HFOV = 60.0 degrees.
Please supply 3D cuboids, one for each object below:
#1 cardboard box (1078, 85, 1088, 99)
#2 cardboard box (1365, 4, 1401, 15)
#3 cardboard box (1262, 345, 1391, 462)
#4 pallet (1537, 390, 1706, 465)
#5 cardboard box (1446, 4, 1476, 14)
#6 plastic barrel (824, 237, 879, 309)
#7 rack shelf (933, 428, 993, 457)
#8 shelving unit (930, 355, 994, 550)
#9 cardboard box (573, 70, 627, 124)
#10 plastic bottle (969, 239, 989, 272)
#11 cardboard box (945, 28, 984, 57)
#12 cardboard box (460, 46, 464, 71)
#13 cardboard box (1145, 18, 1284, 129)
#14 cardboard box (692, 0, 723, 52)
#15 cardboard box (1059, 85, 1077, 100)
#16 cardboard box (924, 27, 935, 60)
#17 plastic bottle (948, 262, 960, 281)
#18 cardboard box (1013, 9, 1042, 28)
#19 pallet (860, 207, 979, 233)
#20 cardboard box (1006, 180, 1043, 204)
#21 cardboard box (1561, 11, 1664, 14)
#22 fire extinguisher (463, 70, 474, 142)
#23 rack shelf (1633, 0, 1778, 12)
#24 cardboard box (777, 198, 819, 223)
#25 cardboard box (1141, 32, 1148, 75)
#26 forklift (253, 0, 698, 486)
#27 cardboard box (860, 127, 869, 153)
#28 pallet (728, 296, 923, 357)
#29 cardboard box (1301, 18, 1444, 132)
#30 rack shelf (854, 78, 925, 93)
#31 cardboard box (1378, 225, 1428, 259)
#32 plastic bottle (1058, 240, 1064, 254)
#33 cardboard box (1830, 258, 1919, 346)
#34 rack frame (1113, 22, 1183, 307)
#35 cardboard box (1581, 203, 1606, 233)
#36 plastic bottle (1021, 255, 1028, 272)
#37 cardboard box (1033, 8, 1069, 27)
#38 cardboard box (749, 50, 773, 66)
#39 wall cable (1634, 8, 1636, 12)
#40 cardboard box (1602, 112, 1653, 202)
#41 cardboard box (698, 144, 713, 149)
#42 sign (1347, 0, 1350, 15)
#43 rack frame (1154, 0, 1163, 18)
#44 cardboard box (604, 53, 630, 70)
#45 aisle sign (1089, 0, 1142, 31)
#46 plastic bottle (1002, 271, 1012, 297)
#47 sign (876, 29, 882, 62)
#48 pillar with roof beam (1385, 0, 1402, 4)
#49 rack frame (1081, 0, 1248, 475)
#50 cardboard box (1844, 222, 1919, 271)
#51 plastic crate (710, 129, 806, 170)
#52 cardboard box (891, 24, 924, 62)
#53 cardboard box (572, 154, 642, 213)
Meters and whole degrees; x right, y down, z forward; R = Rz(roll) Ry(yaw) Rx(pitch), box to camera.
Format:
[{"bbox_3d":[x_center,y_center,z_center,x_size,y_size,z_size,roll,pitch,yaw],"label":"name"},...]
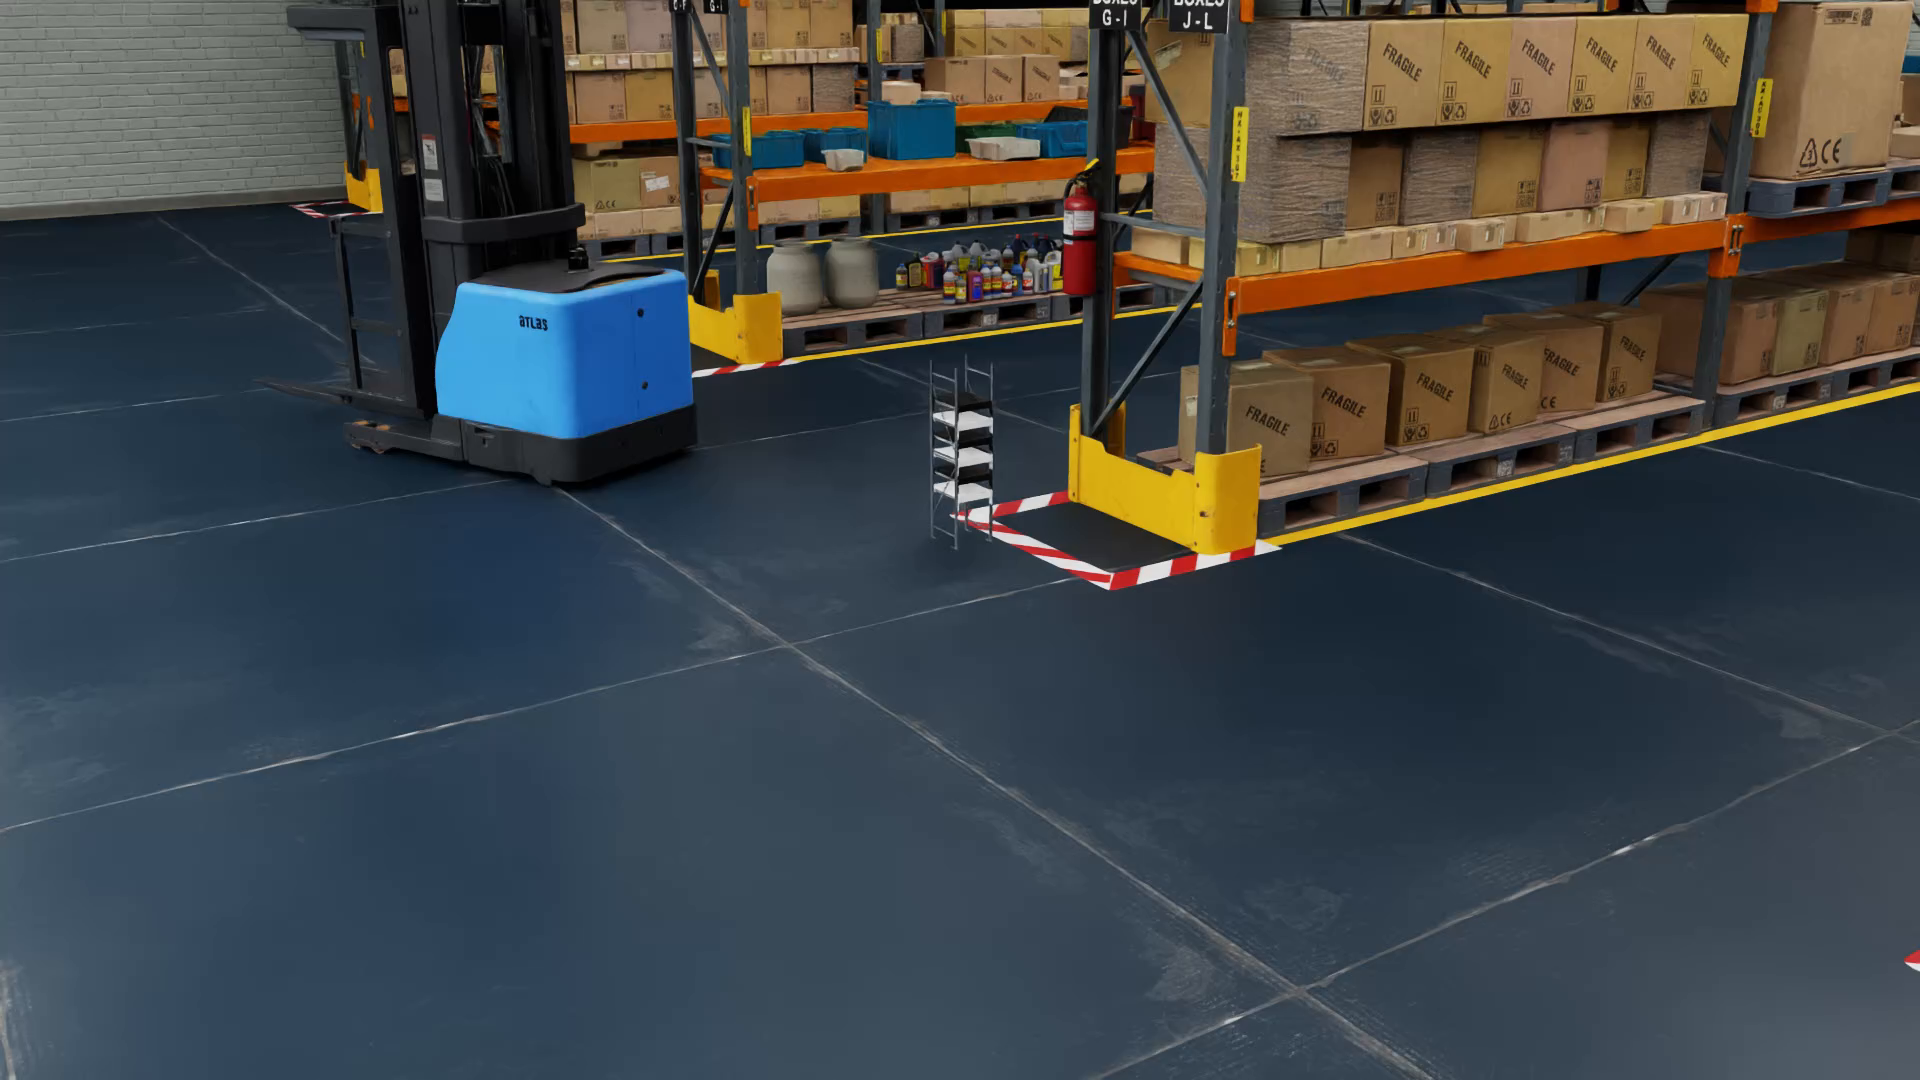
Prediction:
[{"bbox_3d":[1.592,-5.220,19.394,0.250,0.149,0.380,-12,22,-31],"label":"cardboard box"},{"bbox_3d":[5.812,-6.955,22.417,0.500,0.500,0.500,-12,22,-31],"label":"cardboard box"},{"bbox_3d":[1.966,-0.747,9.017,0.500,0.500,0.500,-6,20,-17],"label":"cardboard box"},{"bbox_3d":[3.754,-0.768,10.186,1.213,0.211,1.003,-12,22,-31],"label":"pallet"},{"bbox_3d":[6.511,-6.896,22.241,0.500,0.500,0.500,-13,22,-33],"label":"cardboard box"},{"bbox_3d":[-0.843,-2.082,12.948,0.421,0.512,0.421,0,19,0],"label":"plastic barrel"},{"bbox_3d":[0.007,-0.481,8.087,0.200,0.077,0.258,-12,22,-31],"label":"rack shelf"},{"bbox_3d":[0.007,-0.428,8.105,0.210,0.900,0.258,-12,22,-31],"label":"shelving unit"},{"bbox_3d":[-3.658,-4.382,16.367,0.500,0.500,0.700,-11,22,-30],"label":"cardboard box"},{"bbox_3d":[0.156,-2.355,13.978,0.185,0.351,0.144,-12,22,-32],"label":"plastic bottle"},{"bbox_3d":[0.010,-7.111,23.942,0.500,0.500,0.500,-11,22,-30],"label":"cardboard box"},{"bbox_3d":[-6.236,-5.868,19.952,0.500,0.500,0.500,-12,22,-31],"label":"cardboard box"},{"bbox_3d":[1.278,-2.337,8.292,0.500,0.500,0.500,-12,22,-31],"label":"cardboard box"},{"bbox_3d":[-2.774,-5.184,16.713,0.500,0.500,0.700,-12,22,-31],"label":"cardboard box"},{"bbox_3d":[1.157,-5.213,19.372,0.250,0.149,0.380,-10,21,-27],"label":"cardboard box"},{"bbox_3d":[-0.287,-7.247,24.346,0.500,0.500,0.500,-12,22,-31],"label":"cardboard box"},{"bbox_3d":[-0.051,-2.192,13.726,0.097,0.201,0.097,0,19,0],"label":"plastic bottle"},{"bbox_3d":[0.848,-7.644,24.348,0.500,0.250,0.500,-12,22,-31],"label":"cardboard box"},{"bbox_3d":[-0.556,-3.686,18.818,1.213,0.211,1.003,-12,22,-31],"label":"pallet"},{"bbox_3d":[0.607,-4.039,19.146,0.500,0.250,0.500,-11,22,-30],"label":"cardboard box"},{"bbox_3d":[3.780,-2.867,9.860,0.500,0.500,0.500,-12,22,-31],"label":"cardboard box"},{"bbox_3d":[-4.845,-4.229,16.191,0.183,0.674,0.296,-12,22,-31],"label":"fire extinguisher"},{"bbox_3d":[5.966,-3.649,10.794,4.000,0.370,1.077,-12,22,-31],"label":"rack shelf"},{"bbox_3d":[-1.840,-3.538,17.663,0.500,0.250,0.500,-12,22,-31],"label":"cardboard box"},{"bbox_3d":[2.655,-5.959,20.375,0.700,0.500,0.500,14,23,35],"label":"cardboard box"},{"bbox_3d":[-3.043,-2.023,9.651,3.031,2.935,1.130,12,22,31],"label":"forklift"},{"bbox_3d":[-1.603,-5.720,23.696,0.500,0.500,0.700,-12,22,-31],"label":"cardboard box"},{"bbox_3d":[-1.050,-1.683,12.894,1.213,0.211,1.003,-12,22,-31],"label":"pallet"},{"bbox_3d":[1.985,-2.284,8.135,0.500,0.500,0.500,-12,22,-31],"label":"cardboard box"},{"bbox_3d":[-2.207,-6.203,23.032,4.000,0.370,1.077,-12,22,-31],"label":"rack shelf"},{"bbox_3d":[2.170,-1.550,8.538,0.250,0.149,0.380,-12,22,-31],"label":"cardboard box"},{"bbox_3d":[0.868,-2.431,14.307,0.133,0.283,0.061,-12,22,-31],"label":"plastic bottle"},{"bbox_3d":[6.631,-1.721,11.867,0.500,0.500,0.700,-14,23,-36],"label":"cardboard box"},{"bbox_3d":[1.571,-3.541,14.036,0.127,3.000,1.000,-12,22,-31],"label":"rack frame"},{"bbox_3d":[3.393,-1.829,9.363,0.250,0.149,0.380,-12,22,-31],"label":"cardboard box"},{"bbox_3d":[0.565,-2.182,13.571,0.133,0.283,0.061,-12,22,-31],"label":"plastic bottle"},{"bbox_3d":[1.271,-7.735,24.619,0.500,0.250,0.500,-12,22,-33],"label":"cardboard box"},{"bbox_3d":[-2.110,-4.938,16.997,0.250,0.149,0.380,-12,22,-32],"label":"cardboard box"},{"bbox_3d":[11.065,-10.577,30.327,0.112,2.526,3.097,-12,22,-31],"label":"wall cable"},{"bbox_3d":[3.449,-2.263,9.635,0.500,0.500,0.875,-12,22,-31],"label":"cardboard box"},{"bbox_3d":[-2.544,-3.944,17.695,0.500,0.500,0.500,-12,22,-31],"label":"cardboard box"},{"bbox_3d":[6.432,-8.818,27.467,0.005,0.325,0.100,-12,22,-31],"label":"sign"},{"bbox_3d":[2.804,-7.600,26.042,0.127,3.000,1.000,-12,22,-31],"label":"rack frame"},{"bbox_3d":[-3.404,-4.663,16.185,0.250,0.149,0.380,-12,22,-32],"label":"cardboard box"},{"bbox_3d":[0.738,-2.813,7.822,0.004,0.787,0.394,-12,22,-31],"label":"aisle sign"},{"bbox_3d":[0.369,-2.051,13.310,0.097,0.201,0.097,0,19,0],"label":"plastic bottle"},{"bbox_3d":[-0.843,-5.166,17.367,0.005,0.325,0.100,-12,22,-31],"label":"sign"},{"bbox_3d":[10.292,-10.702,25.851,0.400,9.000,9.100,-12,22,-31],"label":"pillar with roof beam"},{"bbox_3d":[0.955,-1.512,8.033,0.127,3.000,1.000,-12,22,-31],"label":"rack frame"},{"bbox_3d":[6.656,-2.078,11.754,0.500,0.250,0.500,-9,21,-25],"label":"cardboard box"},{"bbox_3d":[-1.516,-2.934,12.473,0.616,0.251,0.499,-12,22,-31],"label":"plastic crate"},{"bbox_3d":[-0.924,-7.066,23.619,0.500,0.500,0.700,-15,24,-38],"label":"cardboard box"},{"bbox_3d":[-3.504,-3.537,16.491,0.500,0.500,0.500,-12,22,-31],"label":"cardboard box"}]
